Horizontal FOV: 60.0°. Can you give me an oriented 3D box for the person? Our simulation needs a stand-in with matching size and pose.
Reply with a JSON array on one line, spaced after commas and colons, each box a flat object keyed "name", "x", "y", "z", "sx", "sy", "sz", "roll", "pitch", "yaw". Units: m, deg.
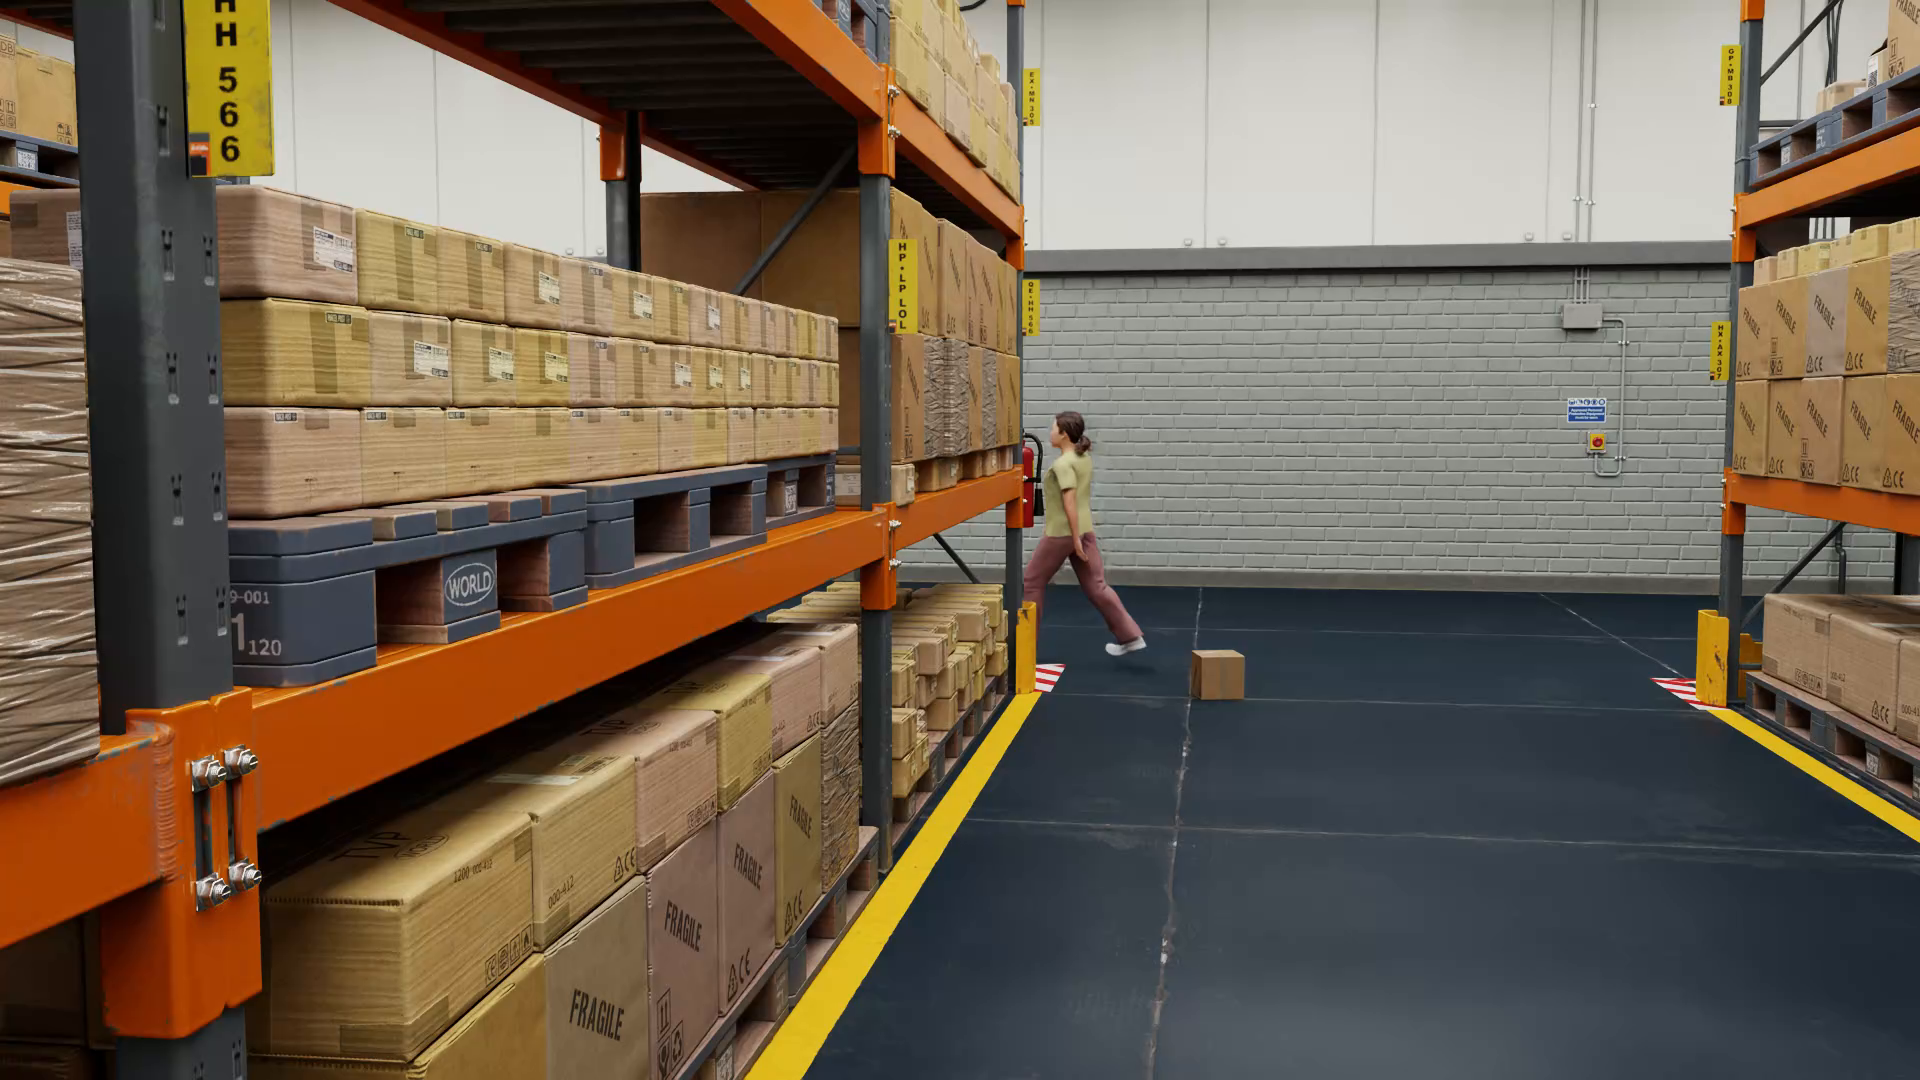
[{"name": "person", "x": 0.701, "y": -0.027, "z": 10.771, "sx": 1.064, "sy": 1.616, "sz": 0.443, "roll": 3, "pitch": 6, "yaw": 37}]
